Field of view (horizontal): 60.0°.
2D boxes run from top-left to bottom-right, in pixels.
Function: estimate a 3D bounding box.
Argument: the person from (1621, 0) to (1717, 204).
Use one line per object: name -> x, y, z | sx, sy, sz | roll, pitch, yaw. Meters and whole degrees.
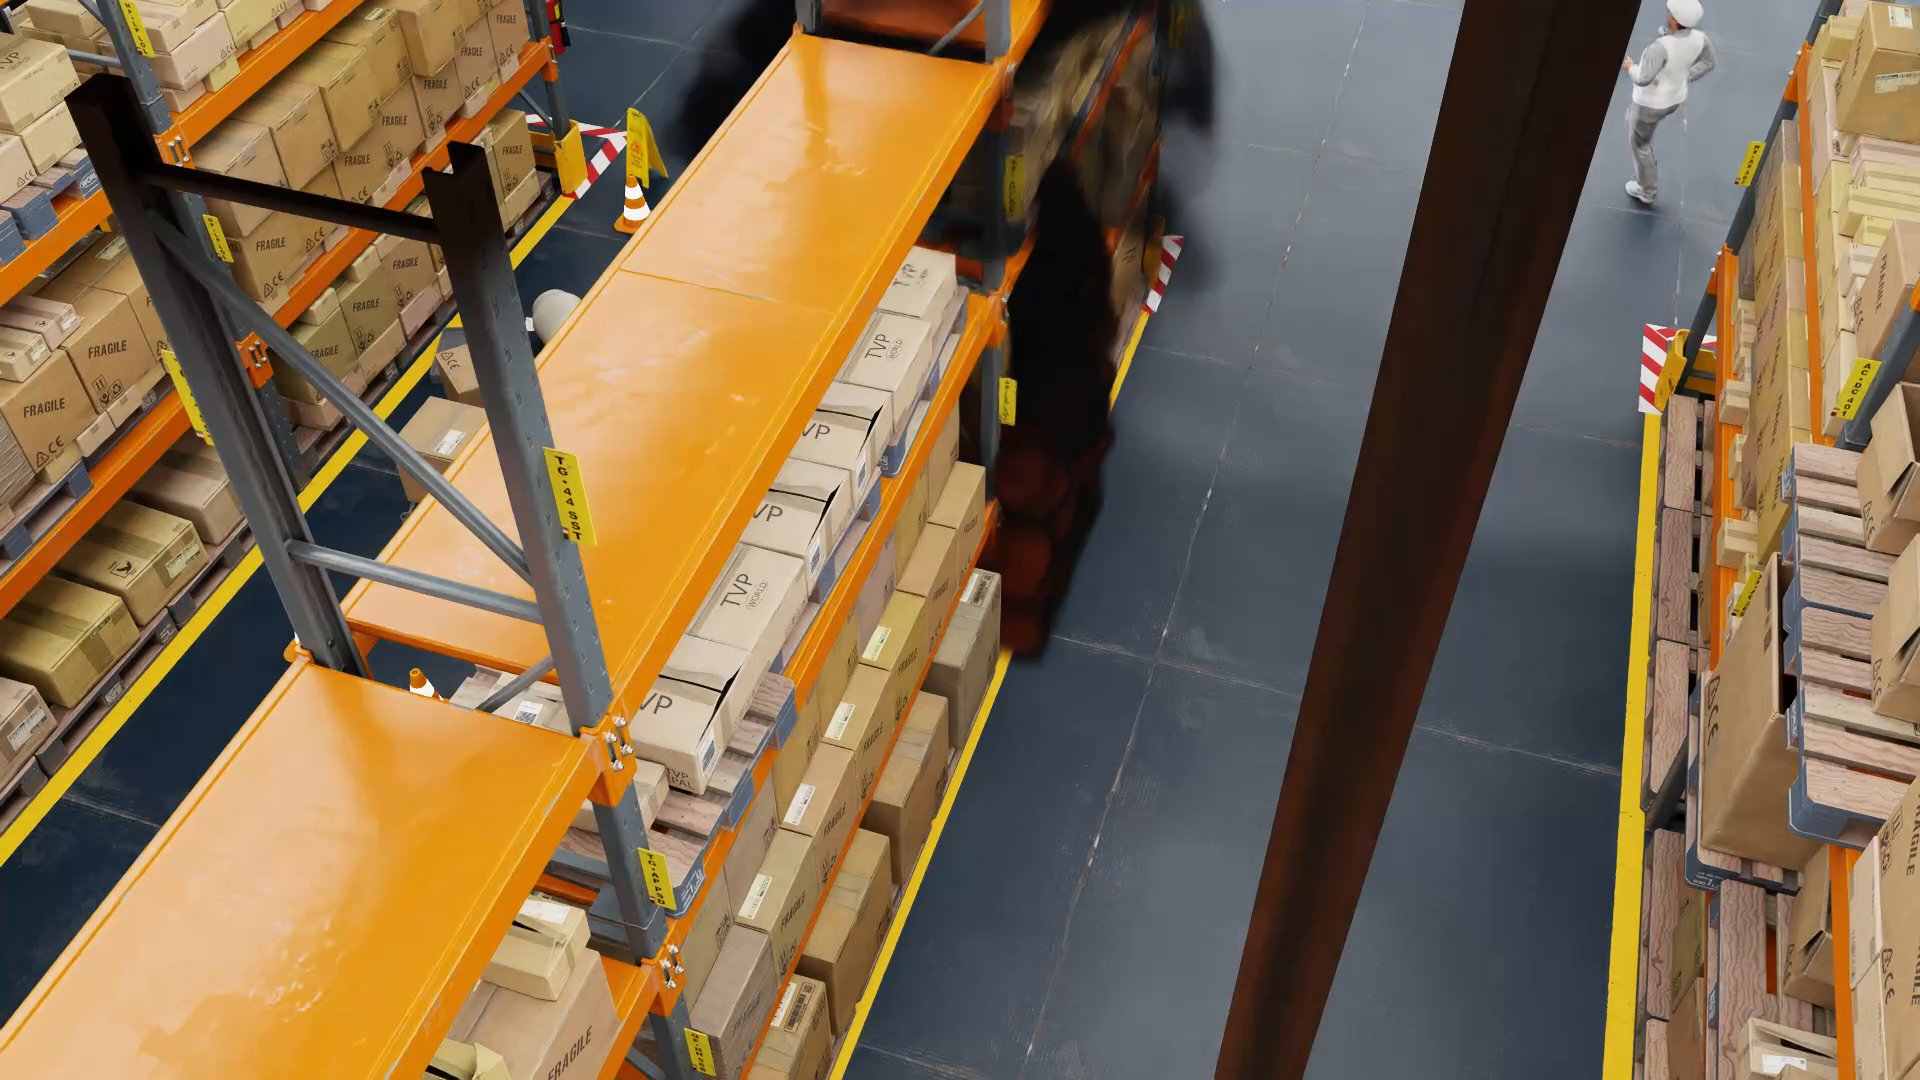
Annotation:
person -> 5.598, -3.589, 13.413 | 0.634, 1.755, 0.688 | -24, 50, -21
